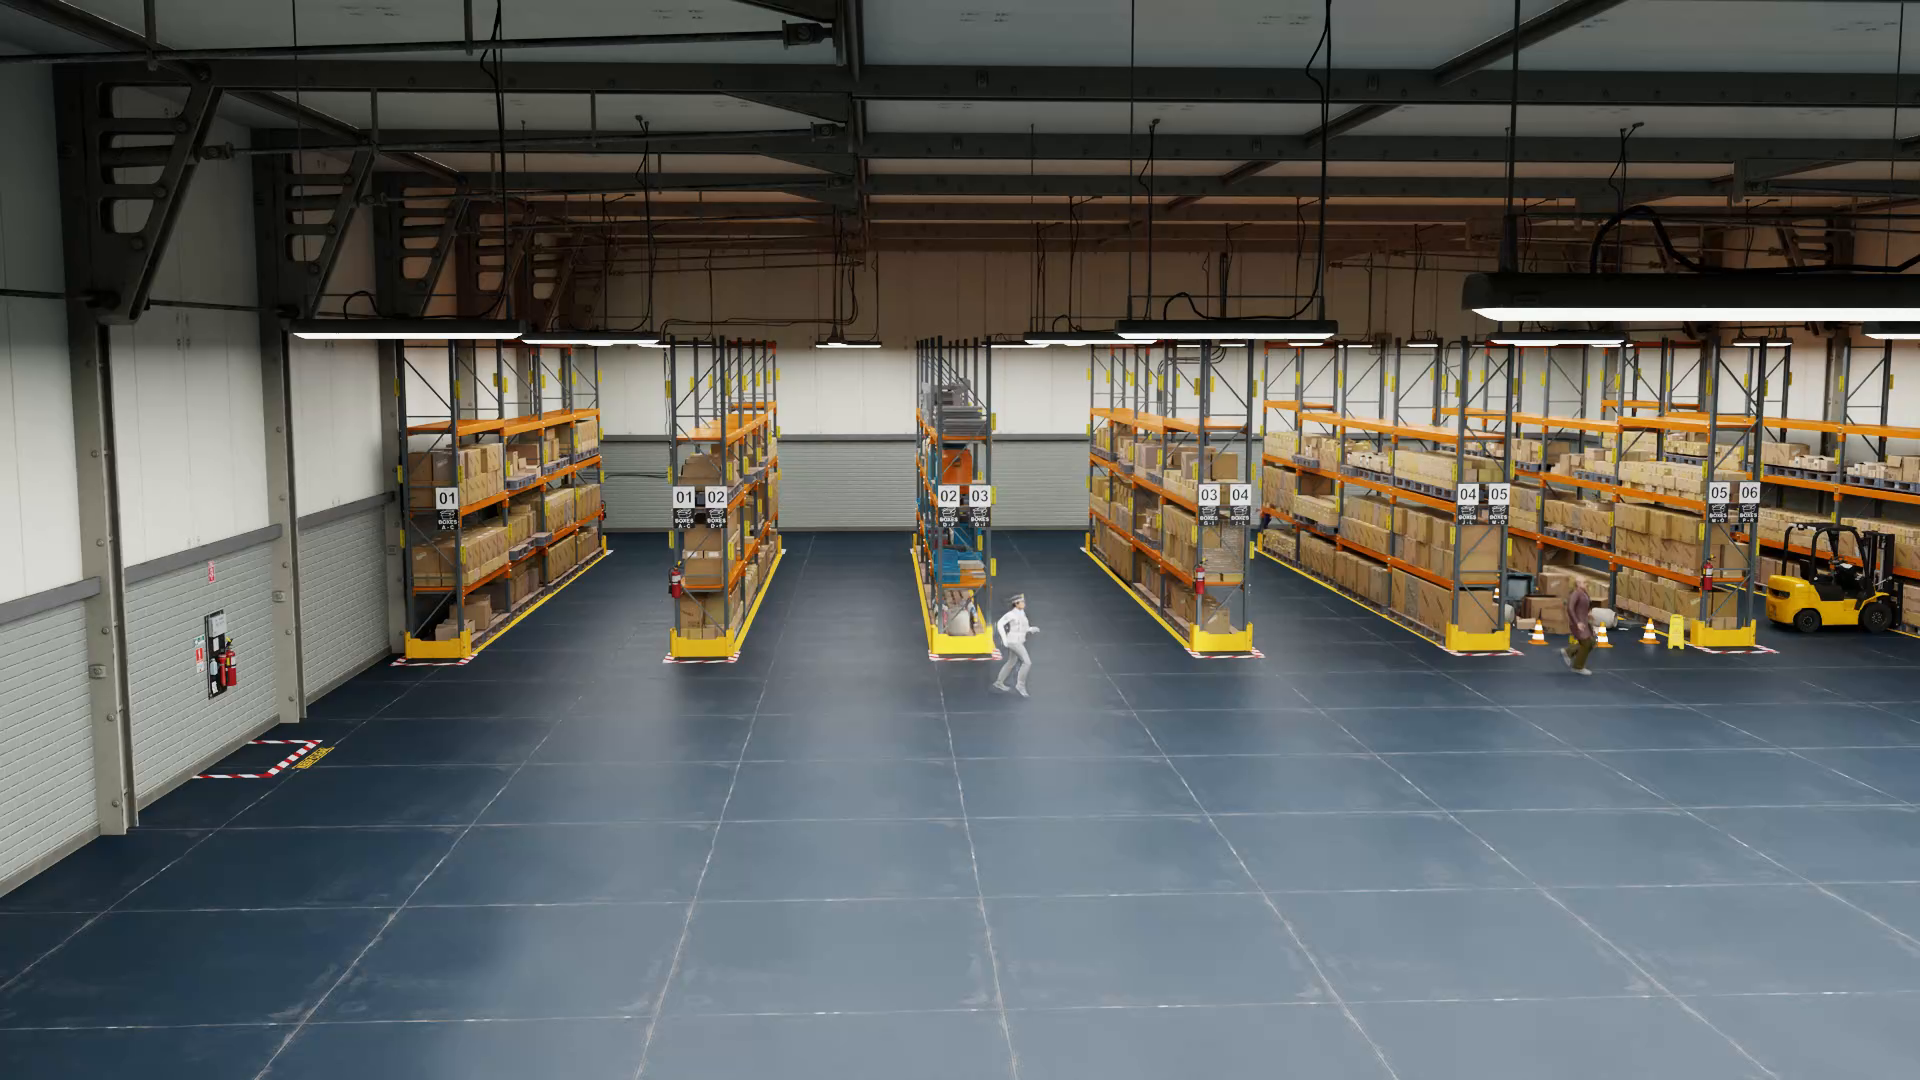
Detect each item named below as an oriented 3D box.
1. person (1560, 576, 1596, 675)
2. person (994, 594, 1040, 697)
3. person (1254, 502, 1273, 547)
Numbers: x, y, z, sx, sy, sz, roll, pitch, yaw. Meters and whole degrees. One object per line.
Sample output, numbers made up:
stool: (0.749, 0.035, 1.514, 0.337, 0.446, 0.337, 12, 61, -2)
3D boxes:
person: (11.005, 1.535, 29.612, 0.593, 1.708, 0.745, 4, 8, 34)
person: (0.940, 1.750, 27.688, 0.812, 1.738, 0.573, 2, 7, 19)
person: (8.970, -0.619, 48.785, 0.745, 1.704, 0.652, -3, 7, -21)
